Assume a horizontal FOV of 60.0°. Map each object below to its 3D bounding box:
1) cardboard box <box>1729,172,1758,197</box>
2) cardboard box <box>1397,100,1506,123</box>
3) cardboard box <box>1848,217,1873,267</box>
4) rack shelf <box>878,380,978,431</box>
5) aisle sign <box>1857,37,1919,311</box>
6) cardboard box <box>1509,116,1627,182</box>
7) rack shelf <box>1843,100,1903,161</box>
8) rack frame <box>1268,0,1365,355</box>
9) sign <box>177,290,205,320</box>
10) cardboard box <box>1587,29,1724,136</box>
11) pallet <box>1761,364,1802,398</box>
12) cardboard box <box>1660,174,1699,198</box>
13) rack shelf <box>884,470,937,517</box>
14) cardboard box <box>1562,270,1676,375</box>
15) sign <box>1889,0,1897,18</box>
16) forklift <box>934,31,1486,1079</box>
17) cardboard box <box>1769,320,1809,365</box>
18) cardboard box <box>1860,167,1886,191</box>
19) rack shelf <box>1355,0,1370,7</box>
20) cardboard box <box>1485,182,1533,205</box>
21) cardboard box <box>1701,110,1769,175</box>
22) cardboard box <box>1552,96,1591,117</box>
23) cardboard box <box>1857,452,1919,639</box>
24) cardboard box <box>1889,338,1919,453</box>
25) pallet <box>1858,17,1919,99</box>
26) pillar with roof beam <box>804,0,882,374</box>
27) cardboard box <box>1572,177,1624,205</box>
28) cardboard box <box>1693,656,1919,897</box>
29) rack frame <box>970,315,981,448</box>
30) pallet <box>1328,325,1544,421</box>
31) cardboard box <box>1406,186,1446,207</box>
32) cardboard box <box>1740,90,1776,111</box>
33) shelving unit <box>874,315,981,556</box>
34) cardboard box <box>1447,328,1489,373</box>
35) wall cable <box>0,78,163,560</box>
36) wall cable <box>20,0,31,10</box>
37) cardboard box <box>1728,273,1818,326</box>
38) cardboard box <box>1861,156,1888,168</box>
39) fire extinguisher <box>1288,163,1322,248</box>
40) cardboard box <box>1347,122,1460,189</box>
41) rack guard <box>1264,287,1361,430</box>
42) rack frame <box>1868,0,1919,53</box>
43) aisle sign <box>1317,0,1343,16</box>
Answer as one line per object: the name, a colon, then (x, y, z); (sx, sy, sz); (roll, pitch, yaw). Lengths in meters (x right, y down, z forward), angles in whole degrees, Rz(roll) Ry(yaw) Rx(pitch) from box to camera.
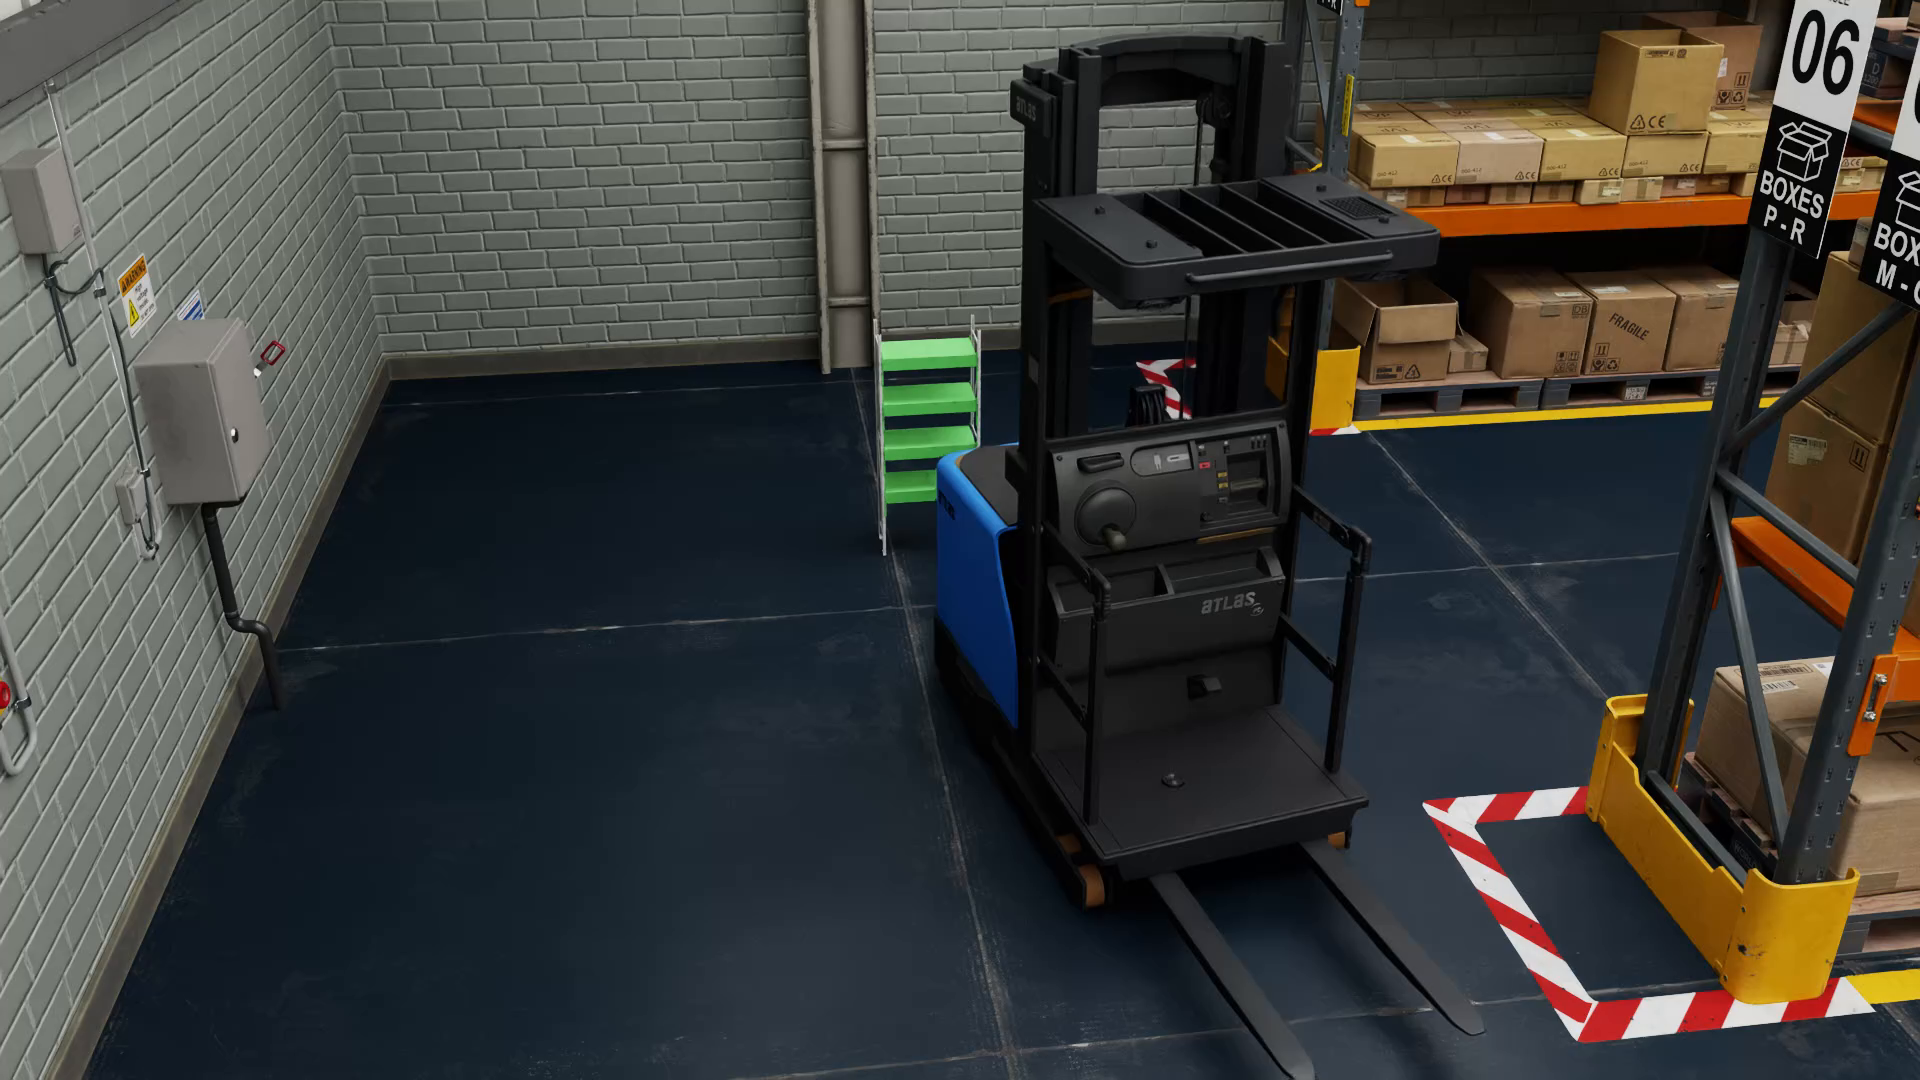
cardboard box: (4.726, -2.189, 10.005); (0.250, 0.149, 0.380); (-4, 27, -8)
cardboard box: (2.996, -2.515, 10.204); (0.500, 0.250, 0.500); (-4, 27, -7)
cardboard box: (3.089, -0.915, 5.333); (0.250, 0.149, 0.380); (-3, 27, -6)
rack shelf: (-0.164, -0.680, 8.375); (0.480, 0.148, 0.258); (-4, 27, -7)
aisle sign: (2.731, -1.045, 4.653); (0.004, 0.787, 0.394); (-4, 27, -7)
cardboard box: (3.554, -2.306, 9.797); (0.500, 0.250, 0.500); (-4, 27, -8)
rack shelf: (4.743, -1.166, 5.238); (4.000, 0.370, 1.077); (-4, 27, -7)
rack frame: (2.067, -2.268, 9.884); (0.127, 3.000, 1.000); (-4, 27, -7)
sign: (-3.241, -0.782, 7.092); (0.001, 0.494, 0.329); (-4, 27, -7)
cardboard box: (4.039, -2.670, 9.684); (0.500, 0.500, 0.500); (-3, 27, -6)
pallet: (5.348, -1.238, 10.932); (1.213, 0.211, 1.003); (-4, 27, -7)
cardboard box: (4.217, -2.186, 9.999); (0.250, 0.149, 0.380); (-4, 27, -7)
rack shelf: (-0.164, -0.253, 8.594); (0.480, 0.148, 0.258); (-4, 27, -7)
cardboard box: (4.075, -1.364, 10.400); (0.500, 0.500, 0.500); (-3, 27, -6)
sign: (5.947, -3.288, 10.604); (0.005, 0.325, 0.100); (-4, 27, -7)
forklift: (0.848, -0.159, 5.850); (1.130, 2.935, 3.031); (-9, 29, -17)
cardboard box: (5.163, -1.302, 10.536); (0.258, 0.266, 0.396); (-3, 27, -5)
cardboard box: (5.492, -2.250, 10.124); (0.250, 0.149, 0.380); (-3, 27, -6)
rack shelf: (4.047, -3.409, 9.611); (4.000, 0.370, 1.077); (-4, 27, -7)
cardboard box: (3.190, -2.111, 9.853); (0.250, 0.149, 0.380); (-3, 27, -5)
cardboard box: (4.568, -2.381, 9.943); (0.500, 0.250, 0.500); (-4, 27, -7)
cardboard box: (4.005, -2.577, 10.326); (0.500, 0.250, 0.500); (-4, 27, -7)
cardboard box: (3.277, 0.031, 5.295); (0.500, 0.500, 0.500); (-4, 27, -8)
cardboard box: (3.277, -0.415, 5.069); (0.500, 0.500, 0.500); (-4, 27, -8)
pallet: (3.495, -1.371, 4.948); (1.213, 0.211, 1.003); (-4, 27, -7)
pillar with roof beam: (-0.129, -3.227, 5.181); (0.400, 9.000, 9.100); (-4, 27, -7)
cardboard box: (3.713, -2.112, 9.856); (0.250, 0.149, 0.380); (-4, 27, -9)
cardboard box: (3.402, 0.842, 6.170); (0.875, 0.438, 0.875); (-5, 28, -9)
rack frame: (0.078, -0.539, 8.486); (0.015, 1.200, 0.240); (-4, 27, -7)
pallet: (2.931, -1.083, 10.630); (1.213, 0.211, 1.003); (-4, 27, -7)
cardboard box: (2.676, -2.090, 9.812); (0.250, 0.149, 0.380); (-3, 27, -6)
cardboard box: (5.004, -2.643, 10.454); (0.500, 0.250, 0.500); (-4, 27, -8)
shelving unit: (-0.164, -0.523, 8.456); (0.503, 1.200, 0.258); (-4, 27, -7)
cardboard box: (3.112, -1.192, 10.449); (0.250, 0.149, 0.380); (-5, 28, -9)
wall cable: (-3.028, -0.747, 5.808); (0.122, 1.984, 0.588); (-4, 27, -7)
wall cable: (-2.934, -2.544, 3.851); (0.029, 3.000, 2.355); (-4, 27, -7)
cardboard box: (5.341, -1.577, 11.024); (0.500, 0.311, 0.500); (-3, 27, -5)
cardboard box: (5.557, -2.445, 10.068); (0.500, 0.250, 0.500); (-3, 27, -6)
fire extinguisher: (1.986, -1.849, 9.561); (0.183, 0.674, 0.296); (-4, 27, -7)
cardboard box: (2.554, -2.240, 9.669); (0.500, 0.250, 0.500); (-4, 27, -7)
rack guard: (2.142, -1.160, 10.464); (0.348, 0.500, 1.175); (-4, 27, -7)
rack frame: (2.762, -2.693, 4.142); (0.127, 3.000, 1.000); (-4, 27, -7)
aisle sign: (2.040, -3.287, 9.023); (0.004, 0.787, 0.394); (-4, 27, -7)
